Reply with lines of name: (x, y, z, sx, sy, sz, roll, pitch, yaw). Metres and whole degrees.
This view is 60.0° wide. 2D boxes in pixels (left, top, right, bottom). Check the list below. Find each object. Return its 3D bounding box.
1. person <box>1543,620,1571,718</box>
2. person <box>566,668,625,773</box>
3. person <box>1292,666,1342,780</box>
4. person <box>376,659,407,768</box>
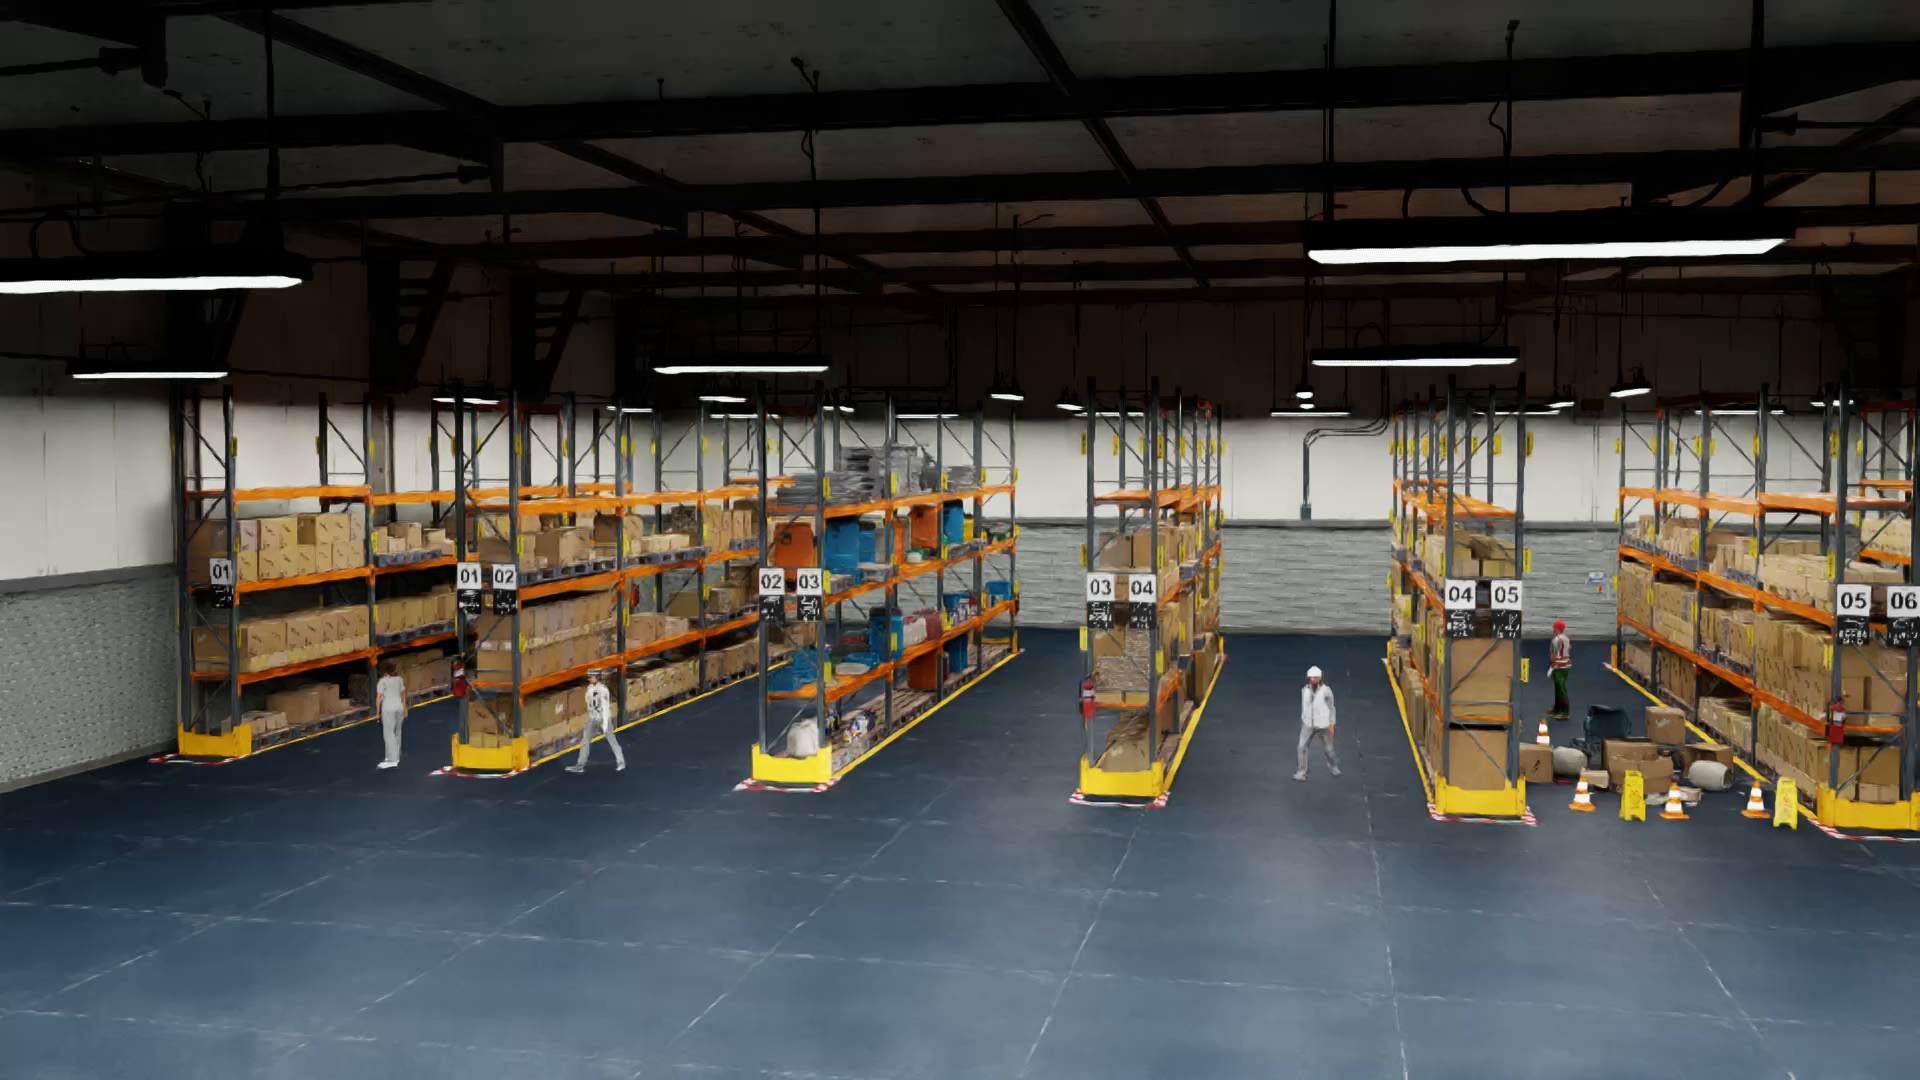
person: (11.053, 2.372, 30.763, 0.577, 1.785, 0.651, 3, 4, 41)
person: (-5.559, 2.754, 25.516, 0.523, 1.625, 0.912, 3, 4, 40)
person: (5.392, 2.747, 25.044, 0.574, 1.724, 0.960, 2, 4, 34)
person: (-8.920, 2.692, 26.051, 0.565, 1.667, 0.546, 2, 4, 37)
